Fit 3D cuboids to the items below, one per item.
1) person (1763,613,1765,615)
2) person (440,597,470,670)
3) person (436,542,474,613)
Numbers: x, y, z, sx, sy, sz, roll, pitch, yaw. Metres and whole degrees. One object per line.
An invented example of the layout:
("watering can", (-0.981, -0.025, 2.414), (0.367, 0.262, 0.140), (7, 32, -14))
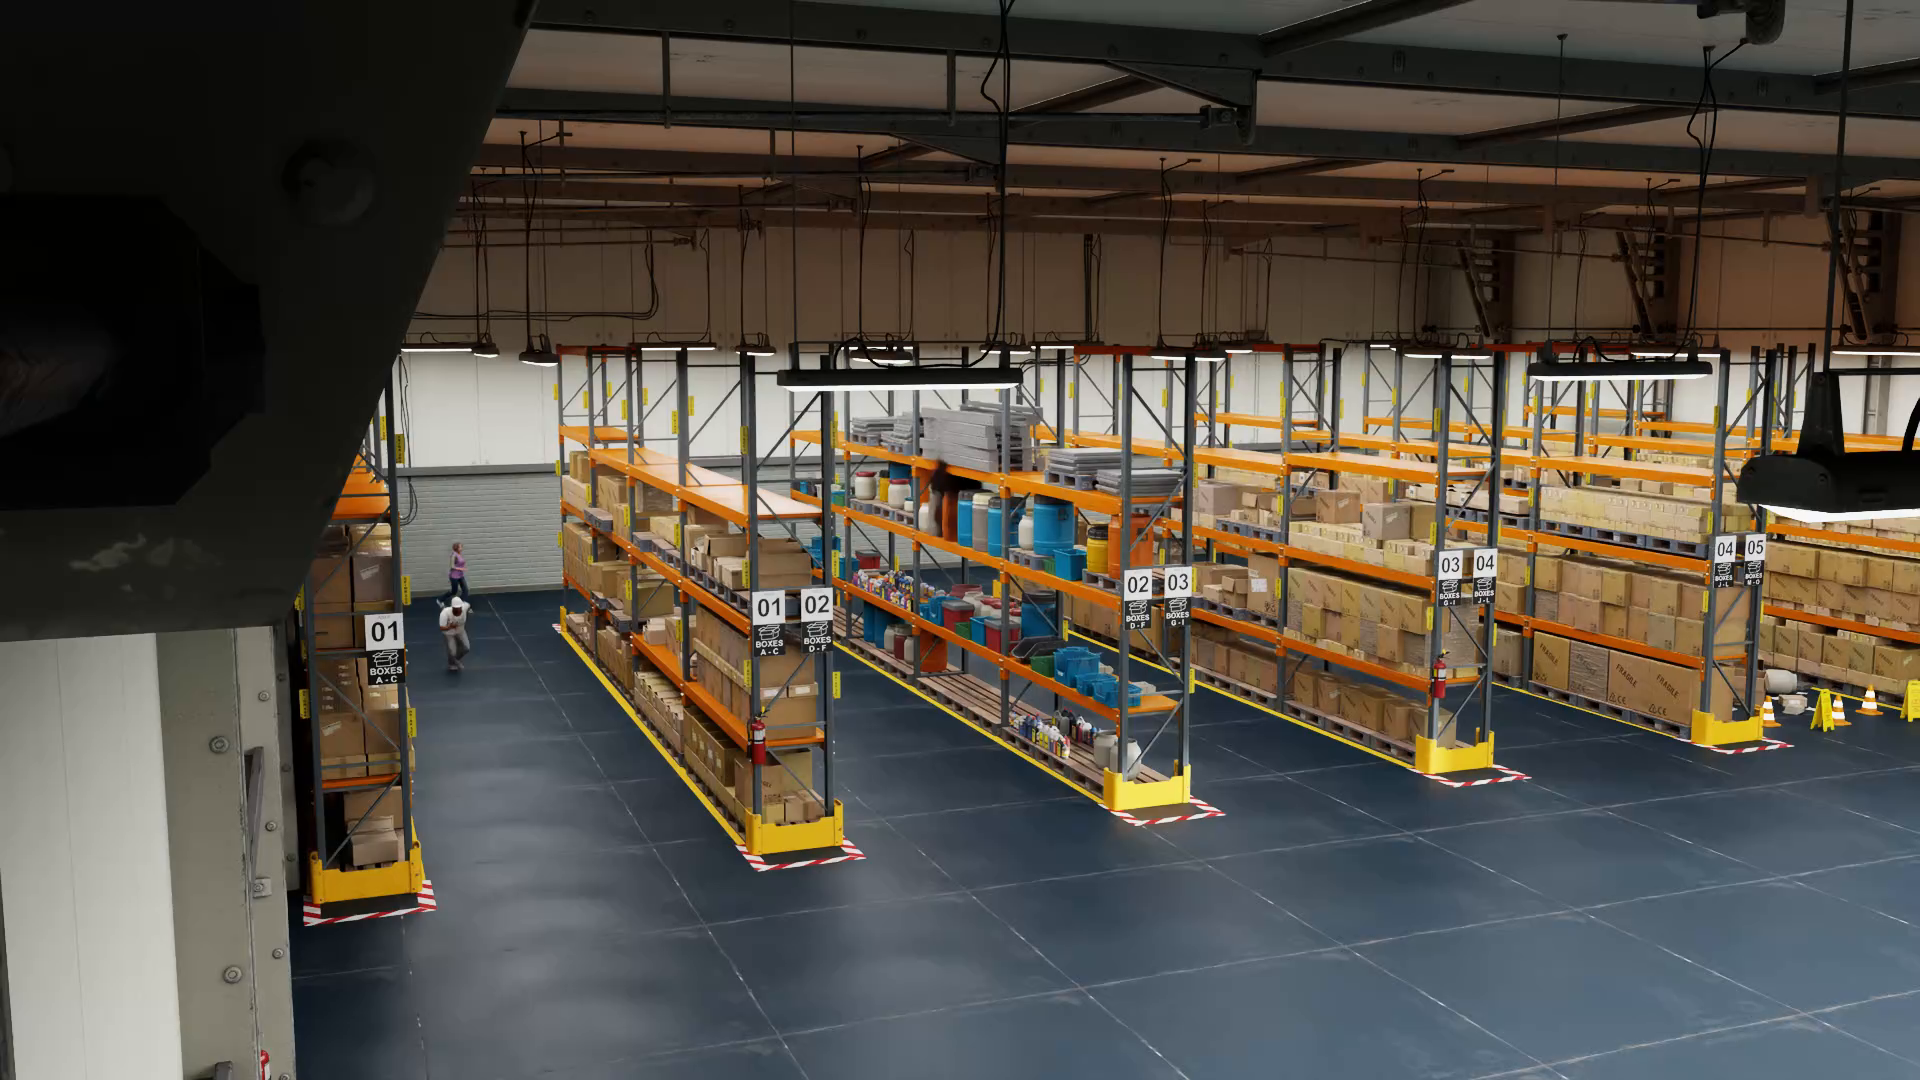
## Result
("person", (15.940, 1.350, 33.328), (0.693, 1.557, 1.190), (-6, 9, -39))
("person", (-9.246, 1.719, 30.515), (0.714, 1.473, 0.973), (-6, 9, -39))
("person", (-11.304, 0.840, 37.142), (0.843, 1.603, 0.504), (1, 7, 9))
